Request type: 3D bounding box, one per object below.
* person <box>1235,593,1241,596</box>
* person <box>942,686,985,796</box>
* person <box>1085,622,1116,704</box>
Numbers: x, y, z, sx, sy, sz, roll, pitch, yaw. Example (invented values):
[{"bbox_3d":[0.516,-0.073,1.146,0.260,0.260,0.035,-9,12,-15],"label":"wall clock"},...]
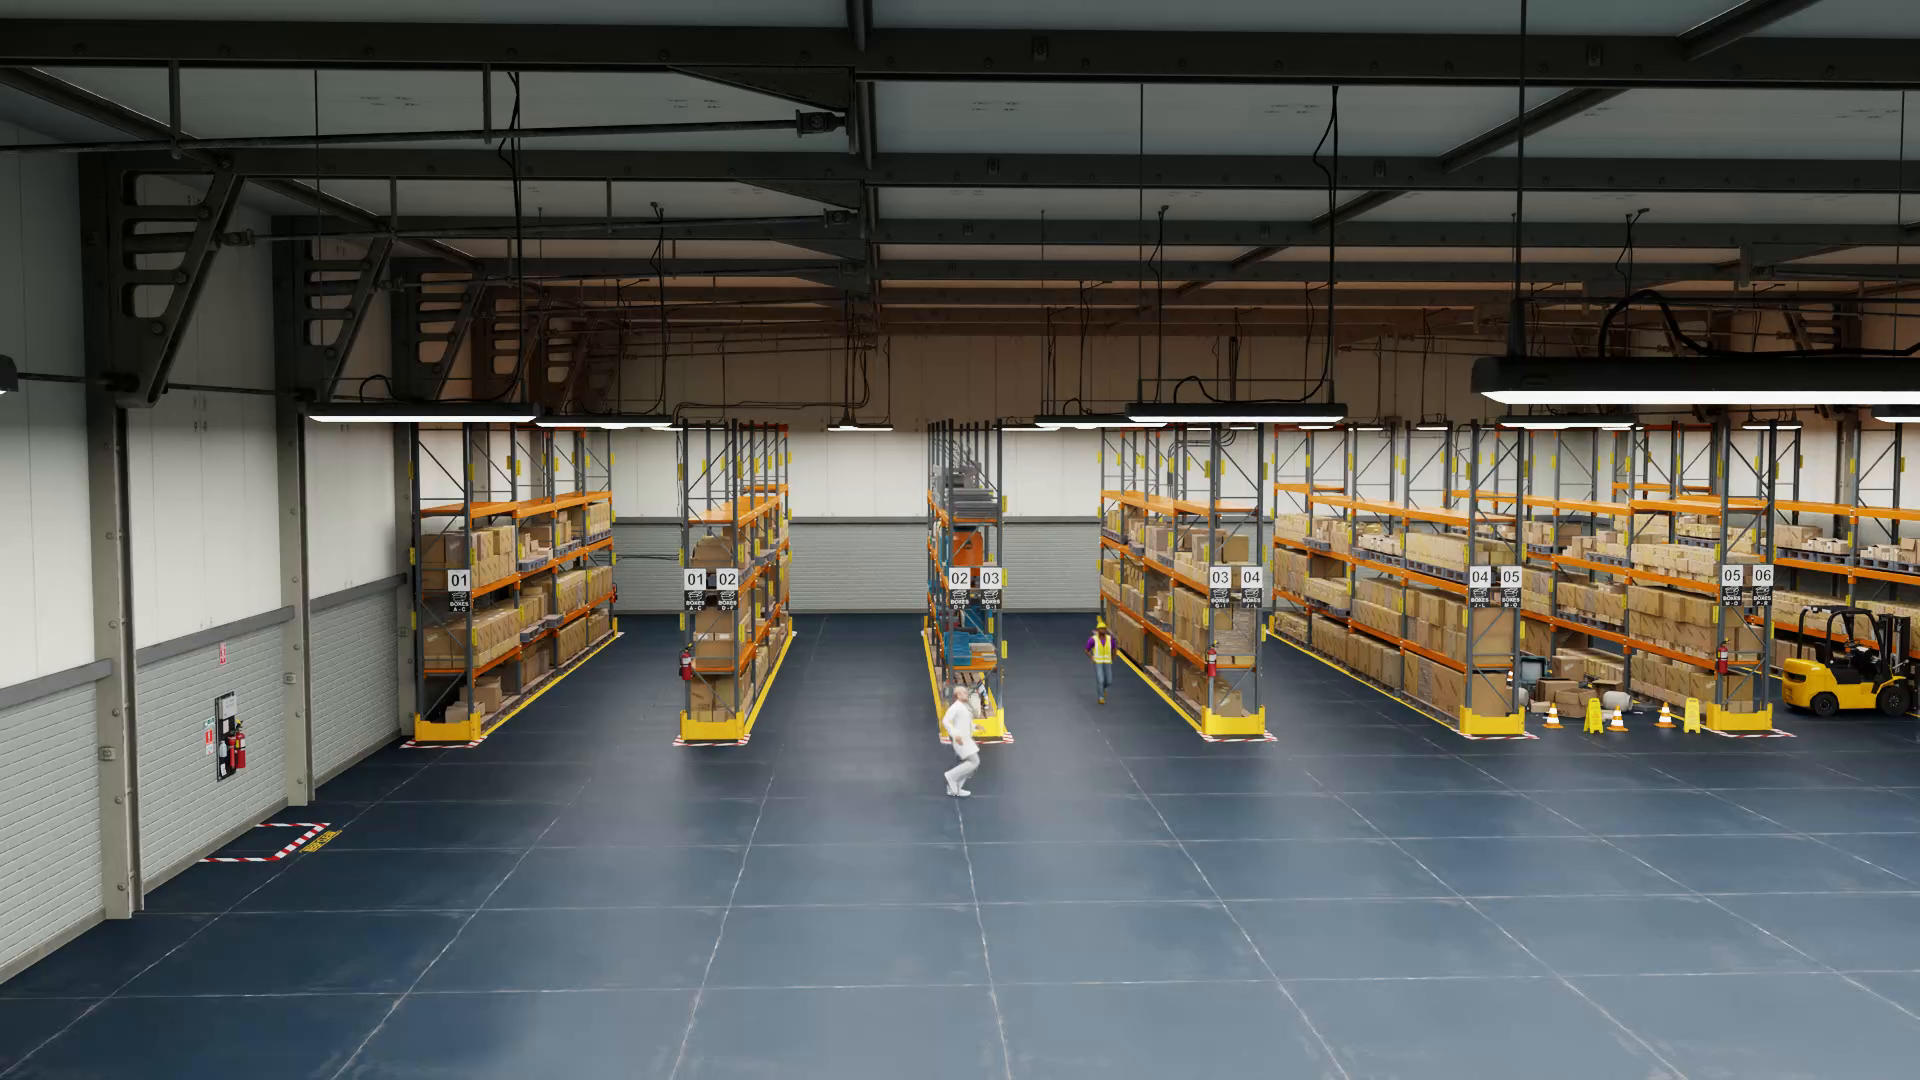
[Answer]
[{"bbox_3d":[7.757,1.899,47.106,0.659,1.657,0.666,1,4,15],"label":"person"},{"bbox_3d":[0.085,3.172,26.198,0.620,1.736,0.699,1,4,12],"label":"person"},{"bbox_3d":[3.000,2.604,35.304,0.697,1.714,0.609,-1,4,-10],"label":"person"}]
